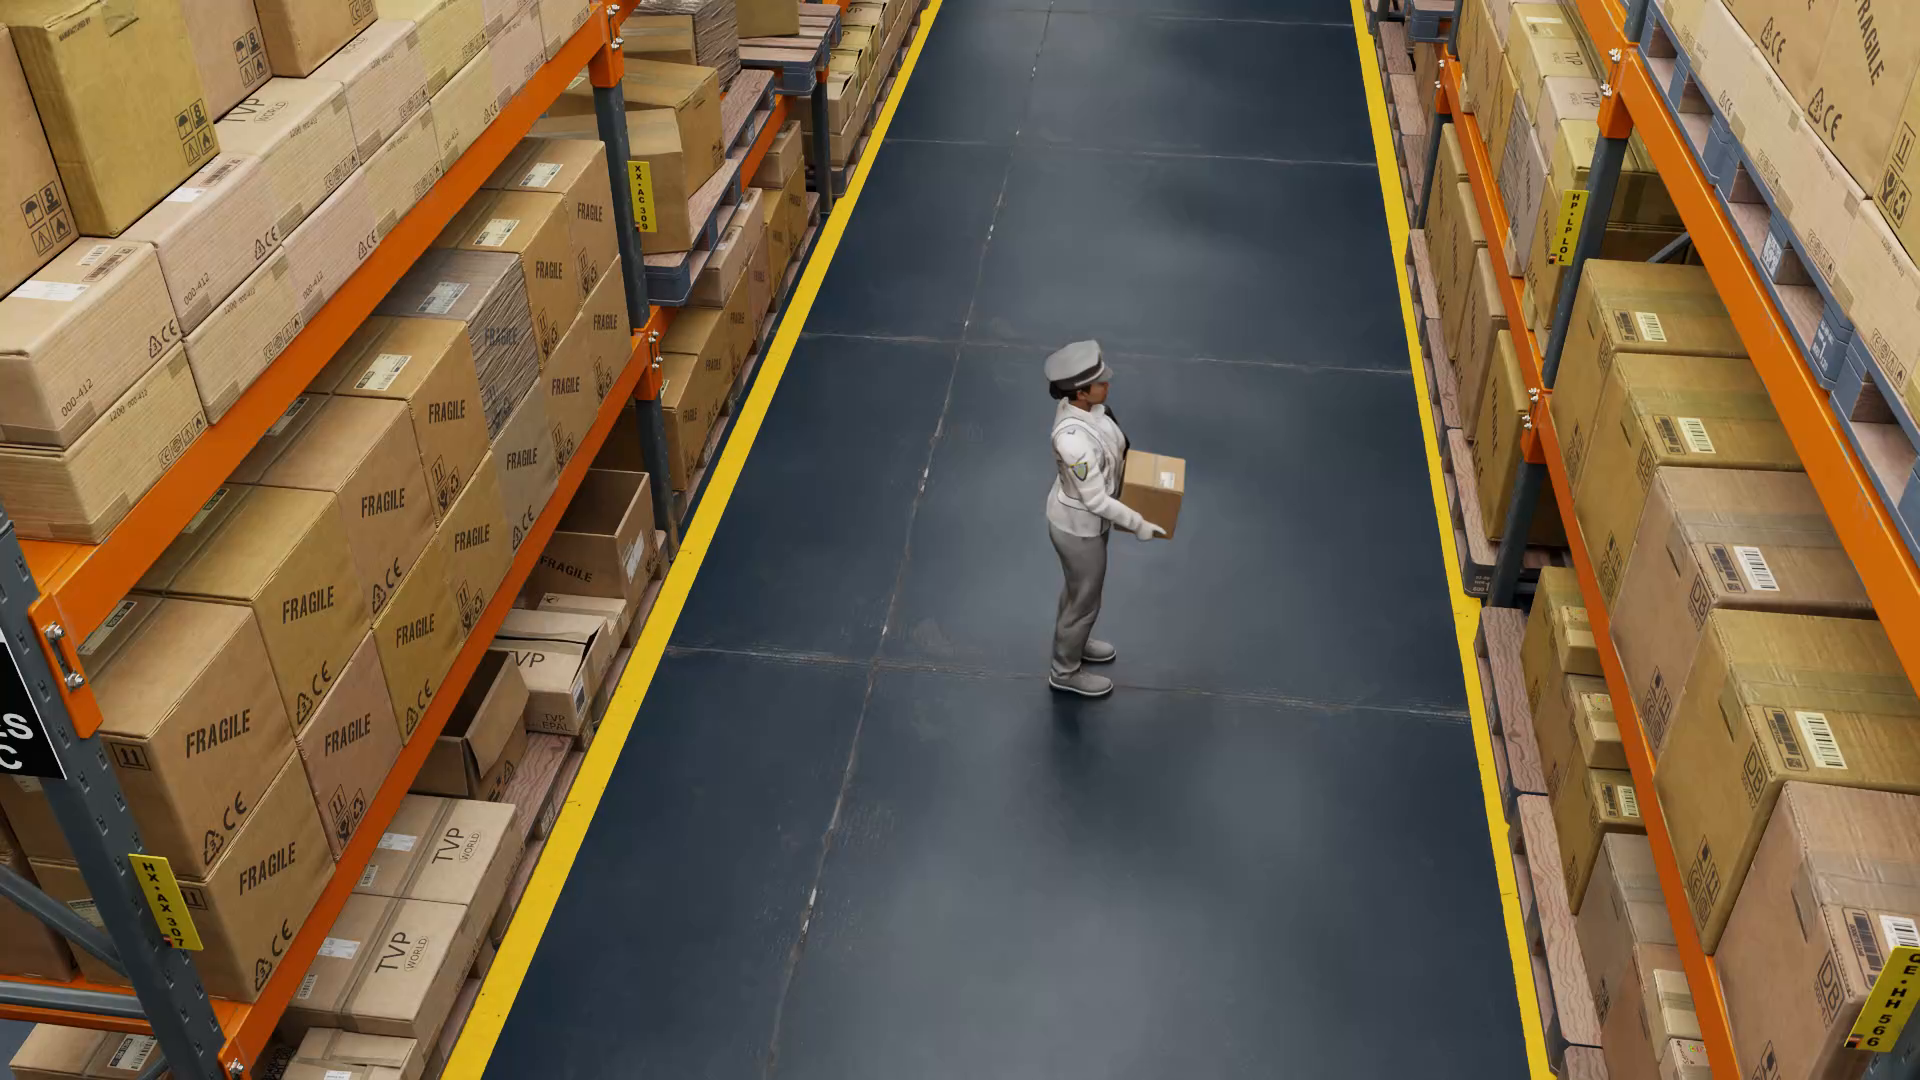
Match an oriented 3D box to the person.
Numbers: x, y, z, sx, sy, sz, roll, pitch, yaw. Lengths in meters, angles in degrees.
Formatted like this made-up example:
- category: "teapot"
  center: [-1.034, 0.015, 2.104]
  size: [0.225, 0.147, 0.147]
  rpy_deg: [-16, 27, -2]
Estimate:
- category: "person"
  center: [0.609, -0.077, 7.125]
  size: [0.547, 1.689, 0.459]
  rpy_deg: [5, 37, 7]
